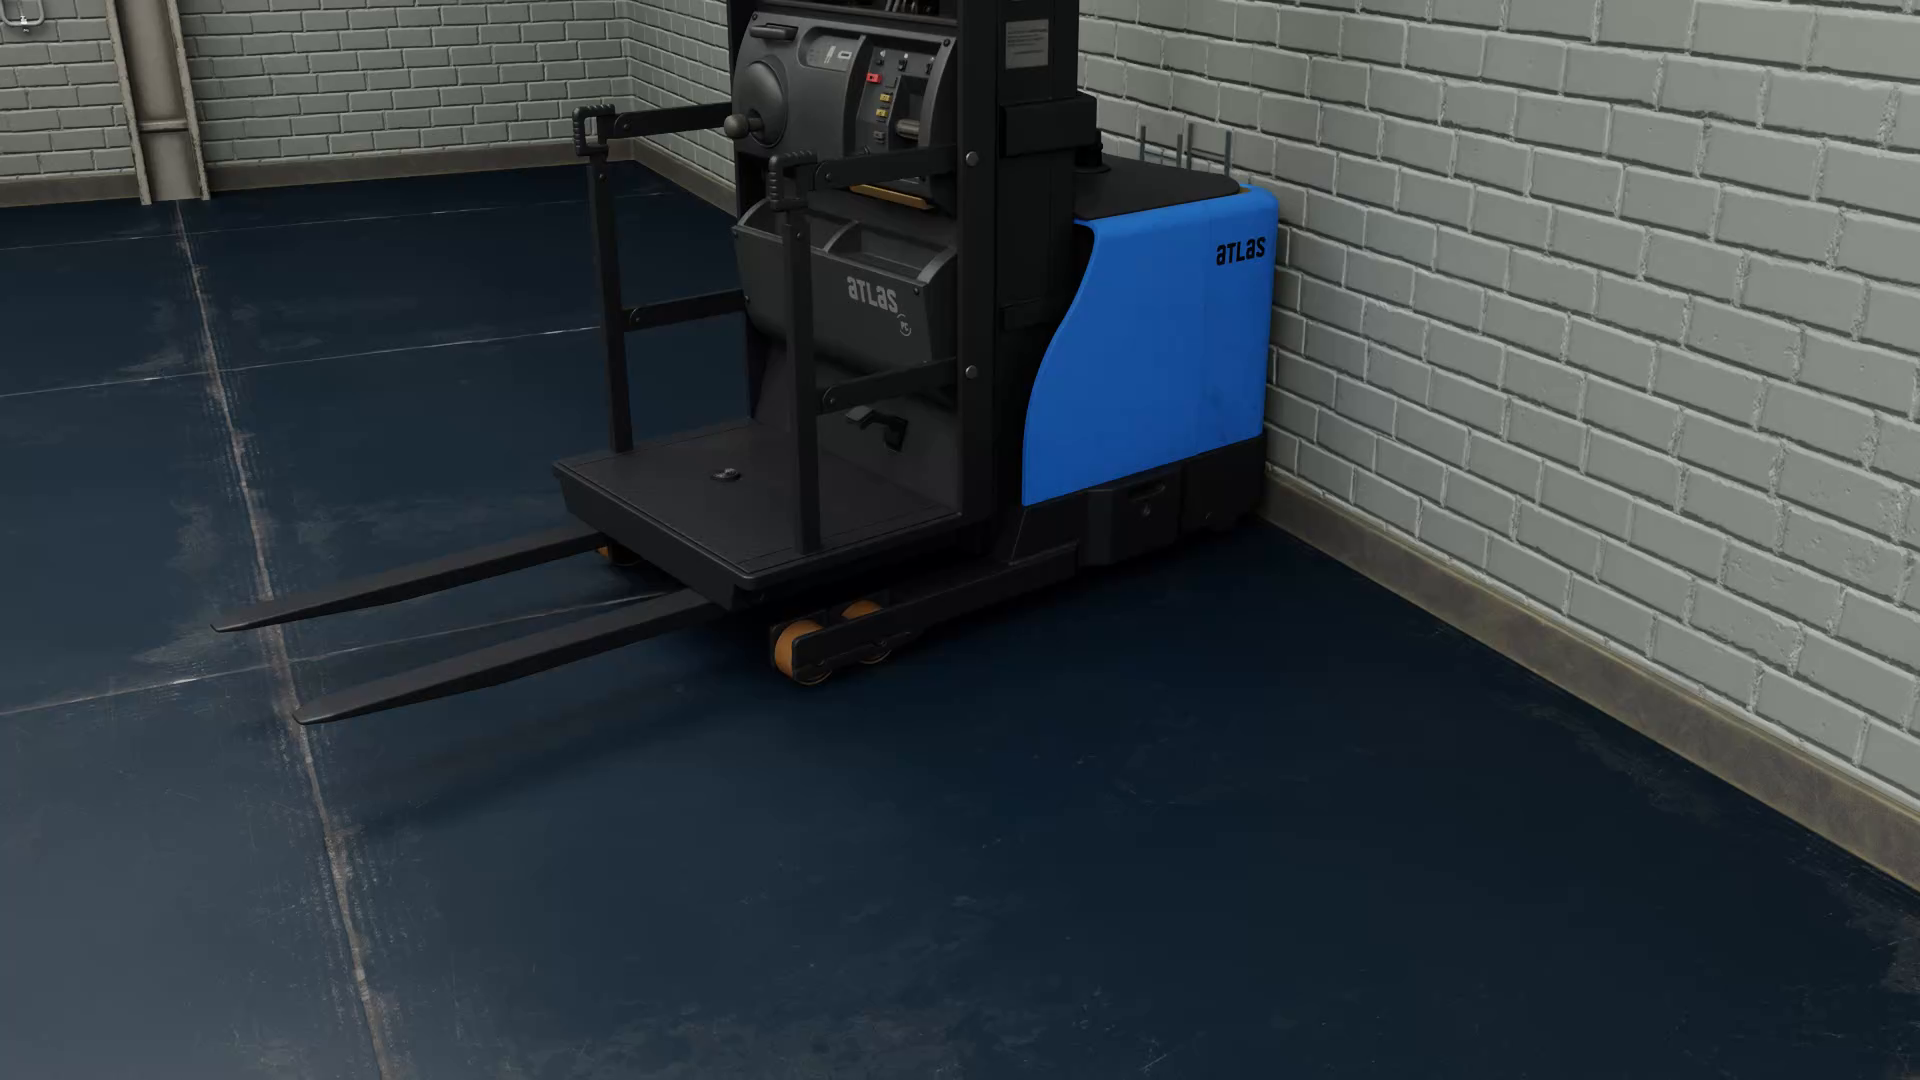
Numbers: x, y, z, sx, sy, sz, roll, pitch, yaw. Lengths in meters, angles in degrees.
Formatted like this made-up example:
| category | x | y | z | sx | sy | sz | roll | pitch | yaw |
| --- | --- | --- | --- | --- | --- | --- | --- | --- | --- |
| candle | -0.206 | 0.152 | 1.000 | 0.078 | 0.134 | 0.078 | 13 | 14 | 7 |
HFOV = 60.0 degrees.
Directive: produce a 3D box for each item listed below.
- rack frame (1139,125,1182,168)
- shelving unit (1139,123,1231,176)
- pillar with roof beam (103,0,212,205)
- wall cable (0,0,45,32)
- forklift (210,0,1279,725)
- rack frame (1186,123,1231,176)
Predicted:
| category | x | y | z | sx | sy | sz | roll | pitch | yaw |
| --- | --- | --- | --- | --- | --- | --- | --- | --- | --- |
| rack frame | 0.639 | -0.749 | 5.521 | 0.006 | 1.200 | 0.240 | -10 | 23 | -24 |
| shelving unit | 0.722 | -0.763 | 5.558 | 0.189 | 1.200 | 0.258 | -10 | 23 | -24 |
| pillar with roof beam | -3.056 | -4.823 | 5.135 | 0.400 | 9.000 | 9.100 | -10 | 25 | -24 |
| wall cable | -6.238 | -3.796 | 9.171 | 1.851 | 1.984 | 0.084 | -10 | 25 | -24 |
| forklift | -0.491 | -1.204 | 4.326 | 3.031 | 2.935 | 1.130 | -17 | 28 | -35 |
| rack frame | 0.804 | -0.777 | 5.595 | 0.006 | 1.200 | 0.240 | -10 | 23 | -24 |
